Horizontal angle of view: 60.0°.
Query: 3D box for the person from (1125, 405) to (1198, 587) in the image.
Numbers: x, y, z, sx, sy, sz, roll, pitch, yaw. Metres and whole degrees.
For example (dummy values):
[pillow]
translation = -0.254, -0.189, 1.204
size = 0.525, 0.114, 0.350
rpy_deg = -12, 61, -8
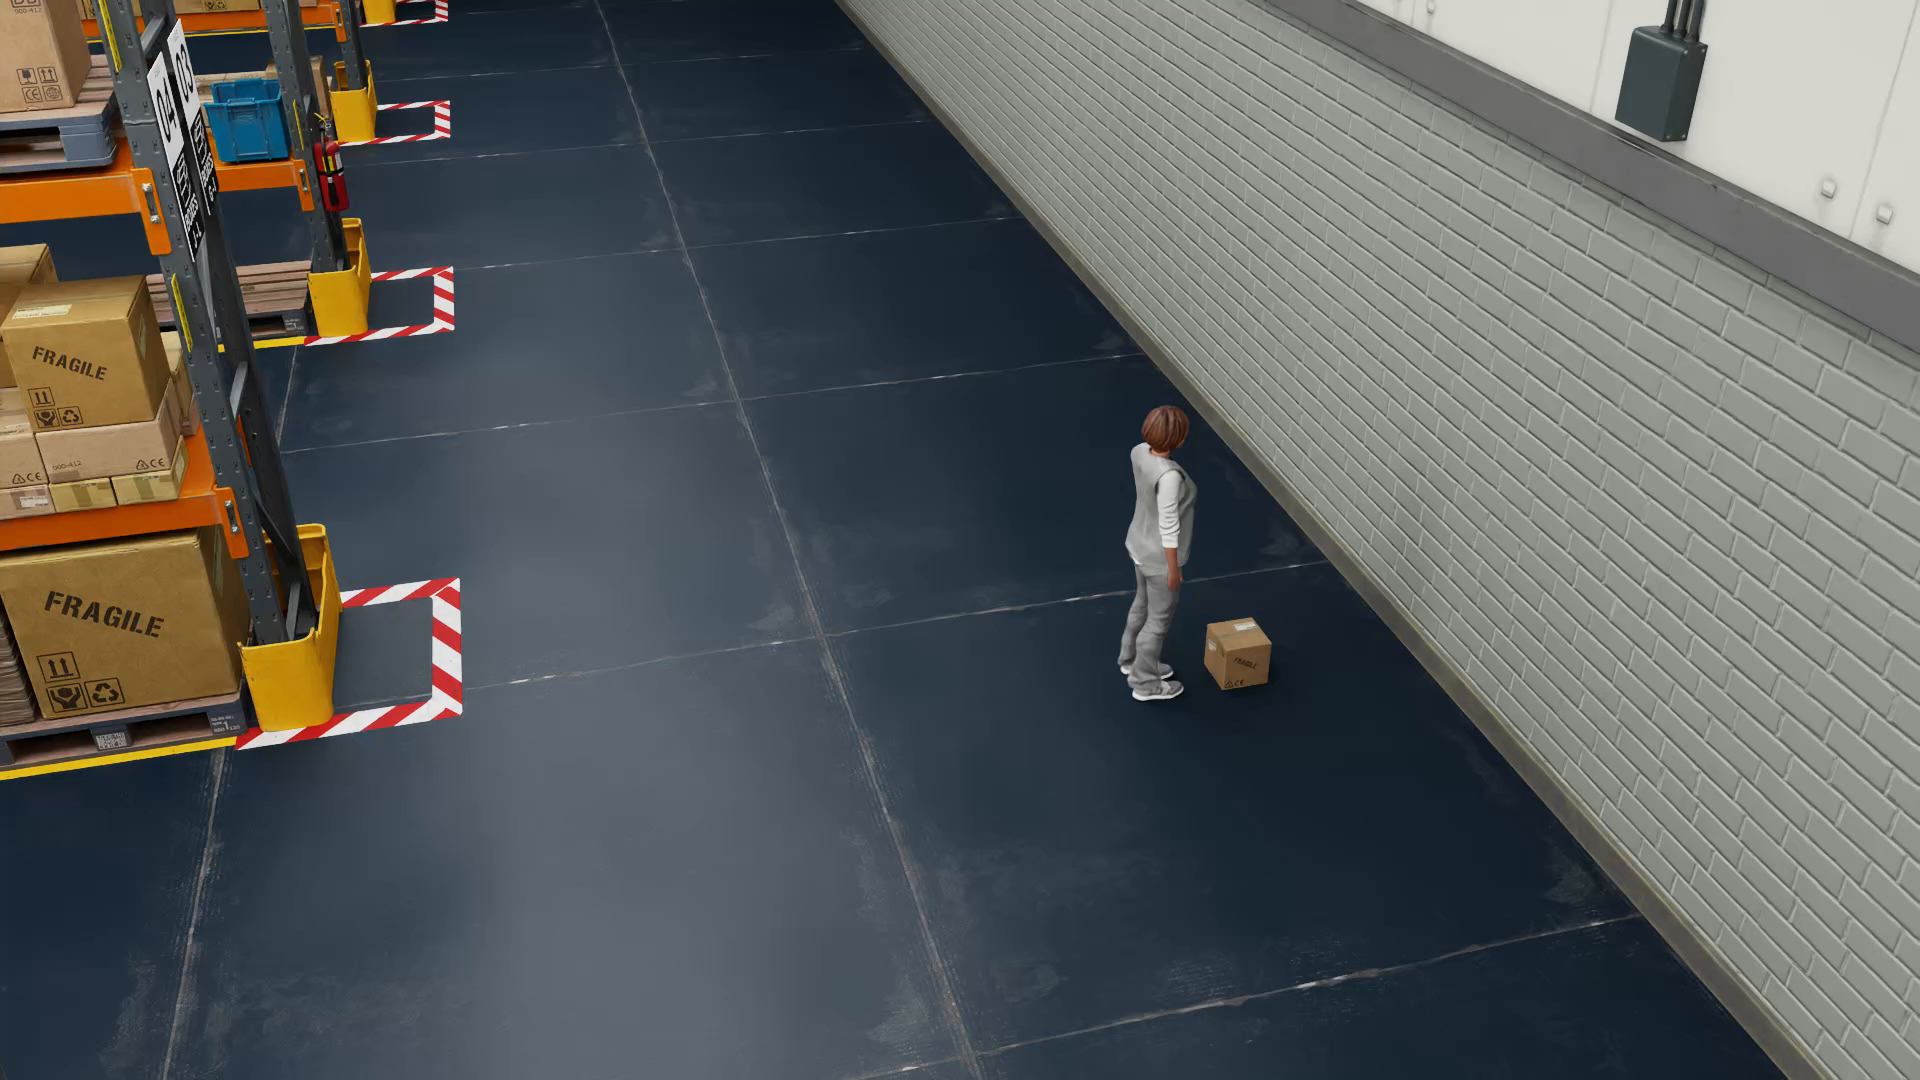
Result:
[person]
translation = 0.966, -0.220, 7.948
size = 0.302, 0.930, 0.414
rpy_deg = -8, 32, -13
